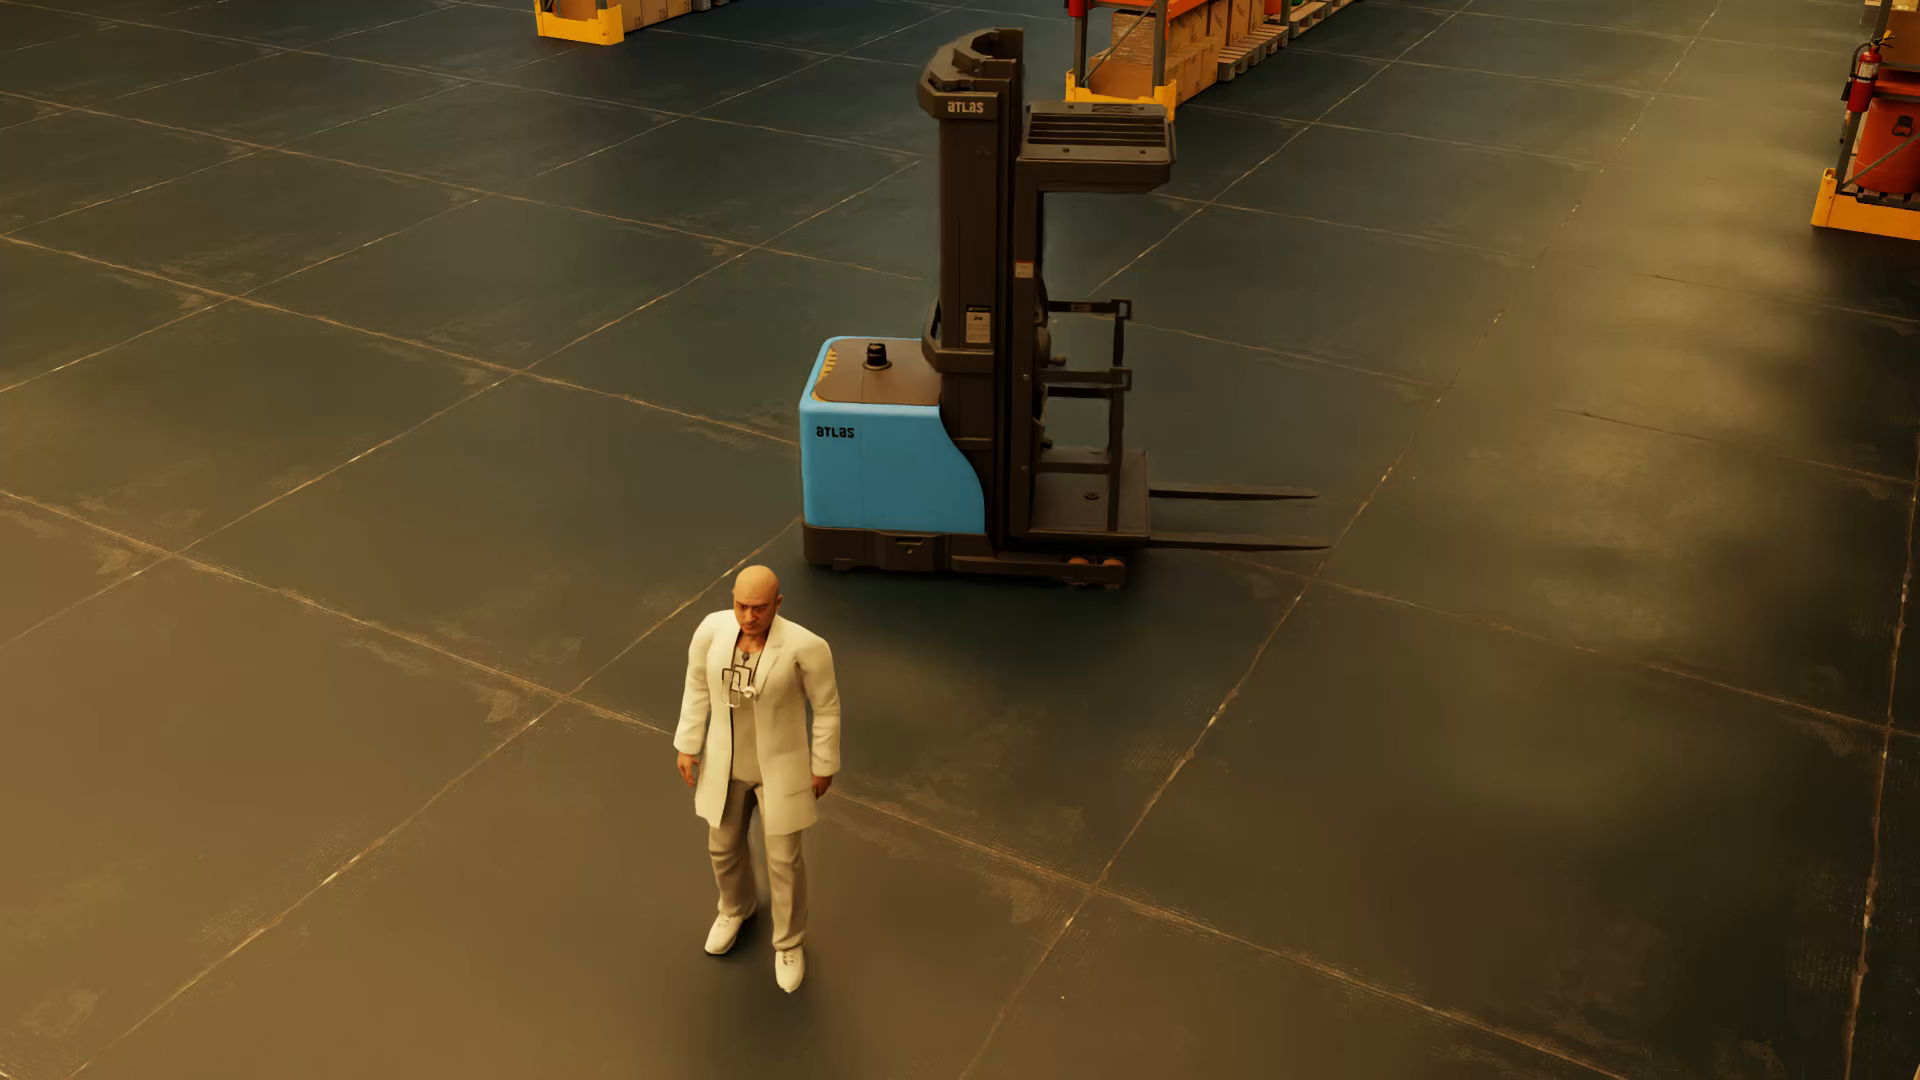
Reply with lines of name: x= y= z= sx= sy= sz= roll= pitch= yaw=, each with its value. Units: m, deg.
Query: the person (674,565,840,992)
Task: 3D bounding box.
person: x=-0.834 y=0.942 z=6.626 sx=0.681 sy=1.802 sz=0.510 roll=8 pitch=31 yaw=14

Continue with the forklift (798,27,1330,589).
forklift: x=0.634 y=-1.269 z=9.269 sx=3.031 sy=2.935 sz=1.130 roll=2 pitch=30 yaw=4
